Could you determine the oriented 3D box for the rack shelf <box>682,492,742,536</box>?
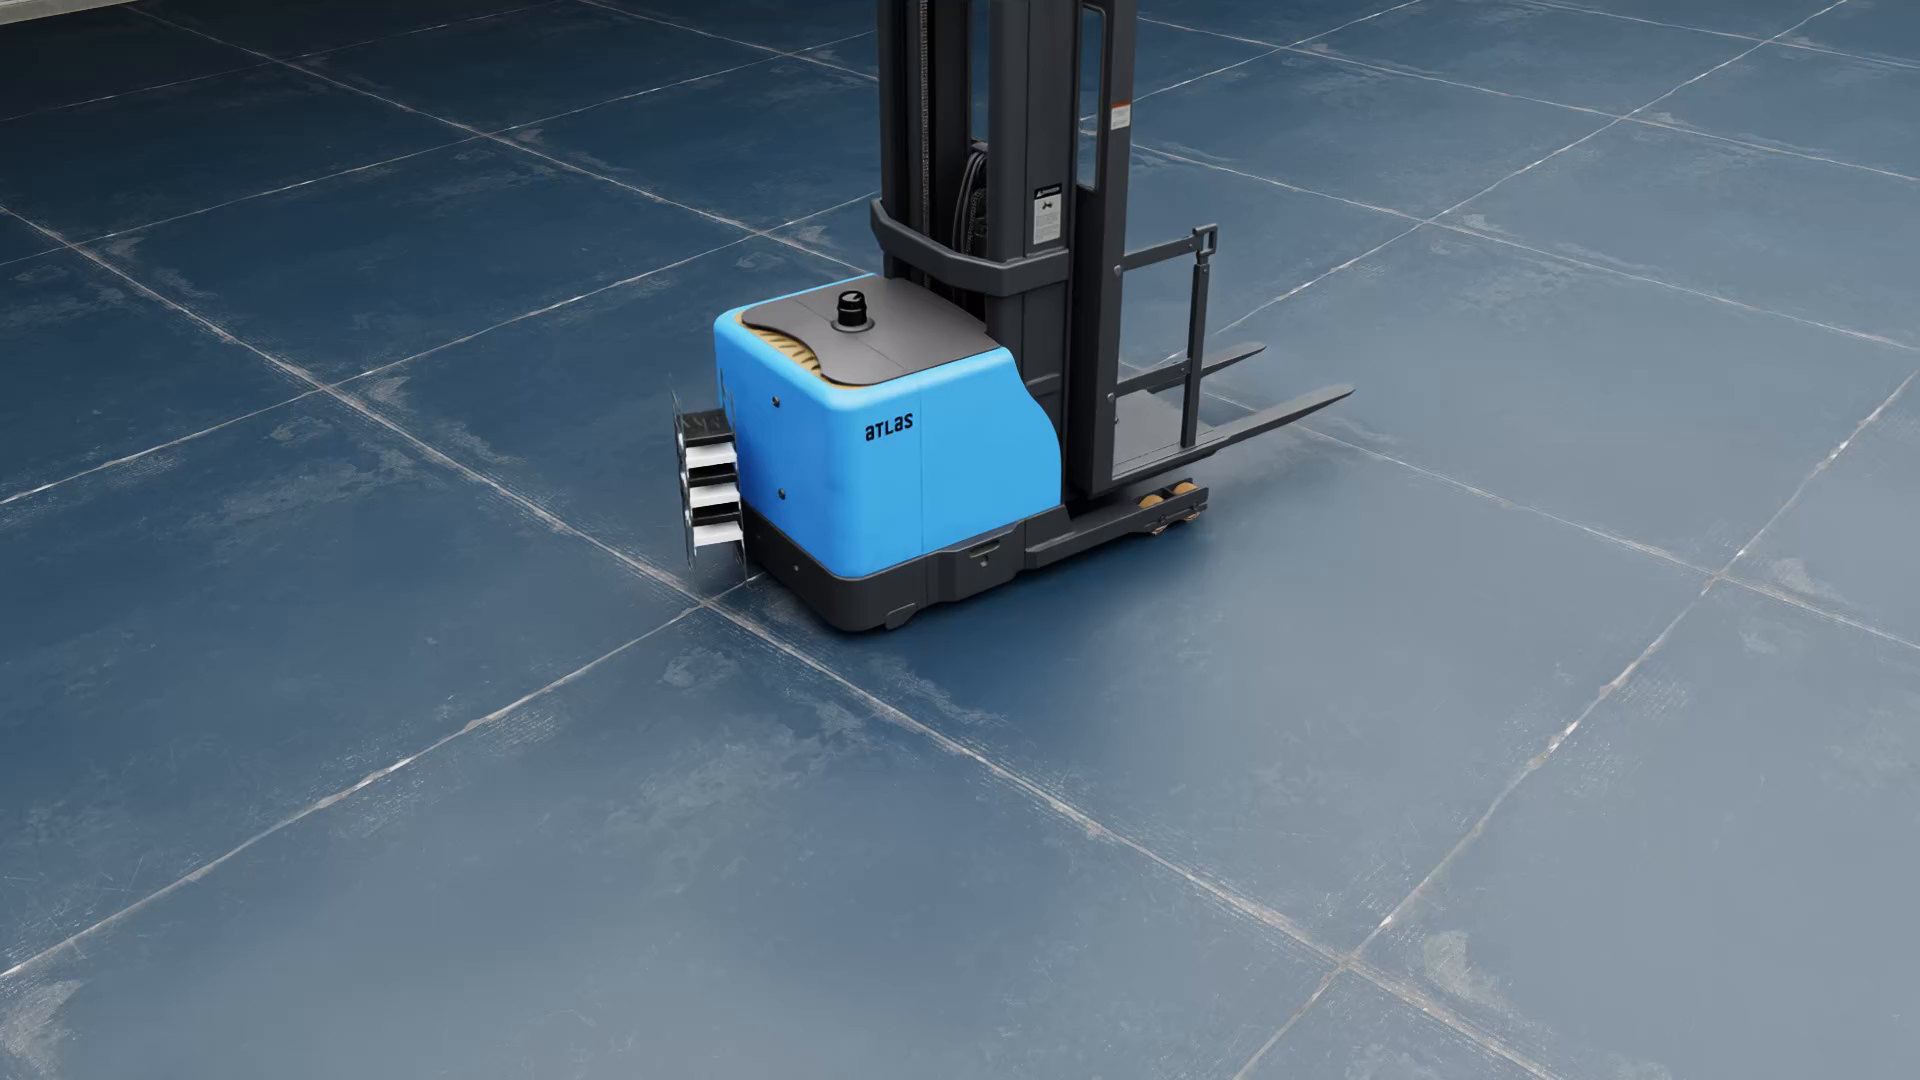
[{"bbox_3d":[-1.019,-0.124,6.823,0.200,0.077,0.258,-9,32,-15],"label":"rack shelf"}]

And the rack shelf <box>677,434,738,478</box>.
[{"bbox_3d":[-1.019,-0.356,6.684,0.200,0.077,0.258,-9,32,-15],"label":"rack shelf"}]

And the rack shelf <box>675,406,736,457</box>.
[{"bbox_3d":[-1.019,-0.433,6.638,0.200,0.077,0.258,-9,32,-15],"label":"rack shelf"}]

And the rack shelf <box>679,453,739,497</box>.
[{"bbox_3d":[-1.019,-0.279,6.731,0.200,0.077,0.258,-9,32,-15],"label":"rack shelf"}]

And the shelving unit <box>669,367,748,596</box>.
[{"bbox_3d":[-1.019,-0.230,6.760,0.210,0.900,0.258,-9,32,-15],"label":"shelving unit"}]

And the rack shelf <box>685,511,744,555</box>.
[{"bbox_3d":[-1.019,-0.047,6.870,0.200,0.077,0.258,-9,32,-15],"label":"rack shelf"}]

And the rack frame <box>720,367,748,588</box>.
[{"bbox_3d":[-0.922,-0.246,6.786,0.006,0.900,0.240,-9,32,-15],"label":"rack frame"}]

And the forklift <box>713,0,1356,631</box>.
[{"bbox_3d":[0.489,-1.486,6.877,3.031,2.935,1.130,-20,36,-30],"label":"forklift"}]

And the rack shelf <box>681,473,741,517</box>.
[{"bbox_3d":[-1.019,-0.202,6.777,0.200,0.077,0.258,-9,32,-15],"label":"rack shelf"}]

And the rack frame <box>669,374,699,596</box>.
[{"bbox_3d":[-1.116,-0.214,6.733,0.006,0.900,0.240,-9,32,-15],"label":"rack frame"}]
